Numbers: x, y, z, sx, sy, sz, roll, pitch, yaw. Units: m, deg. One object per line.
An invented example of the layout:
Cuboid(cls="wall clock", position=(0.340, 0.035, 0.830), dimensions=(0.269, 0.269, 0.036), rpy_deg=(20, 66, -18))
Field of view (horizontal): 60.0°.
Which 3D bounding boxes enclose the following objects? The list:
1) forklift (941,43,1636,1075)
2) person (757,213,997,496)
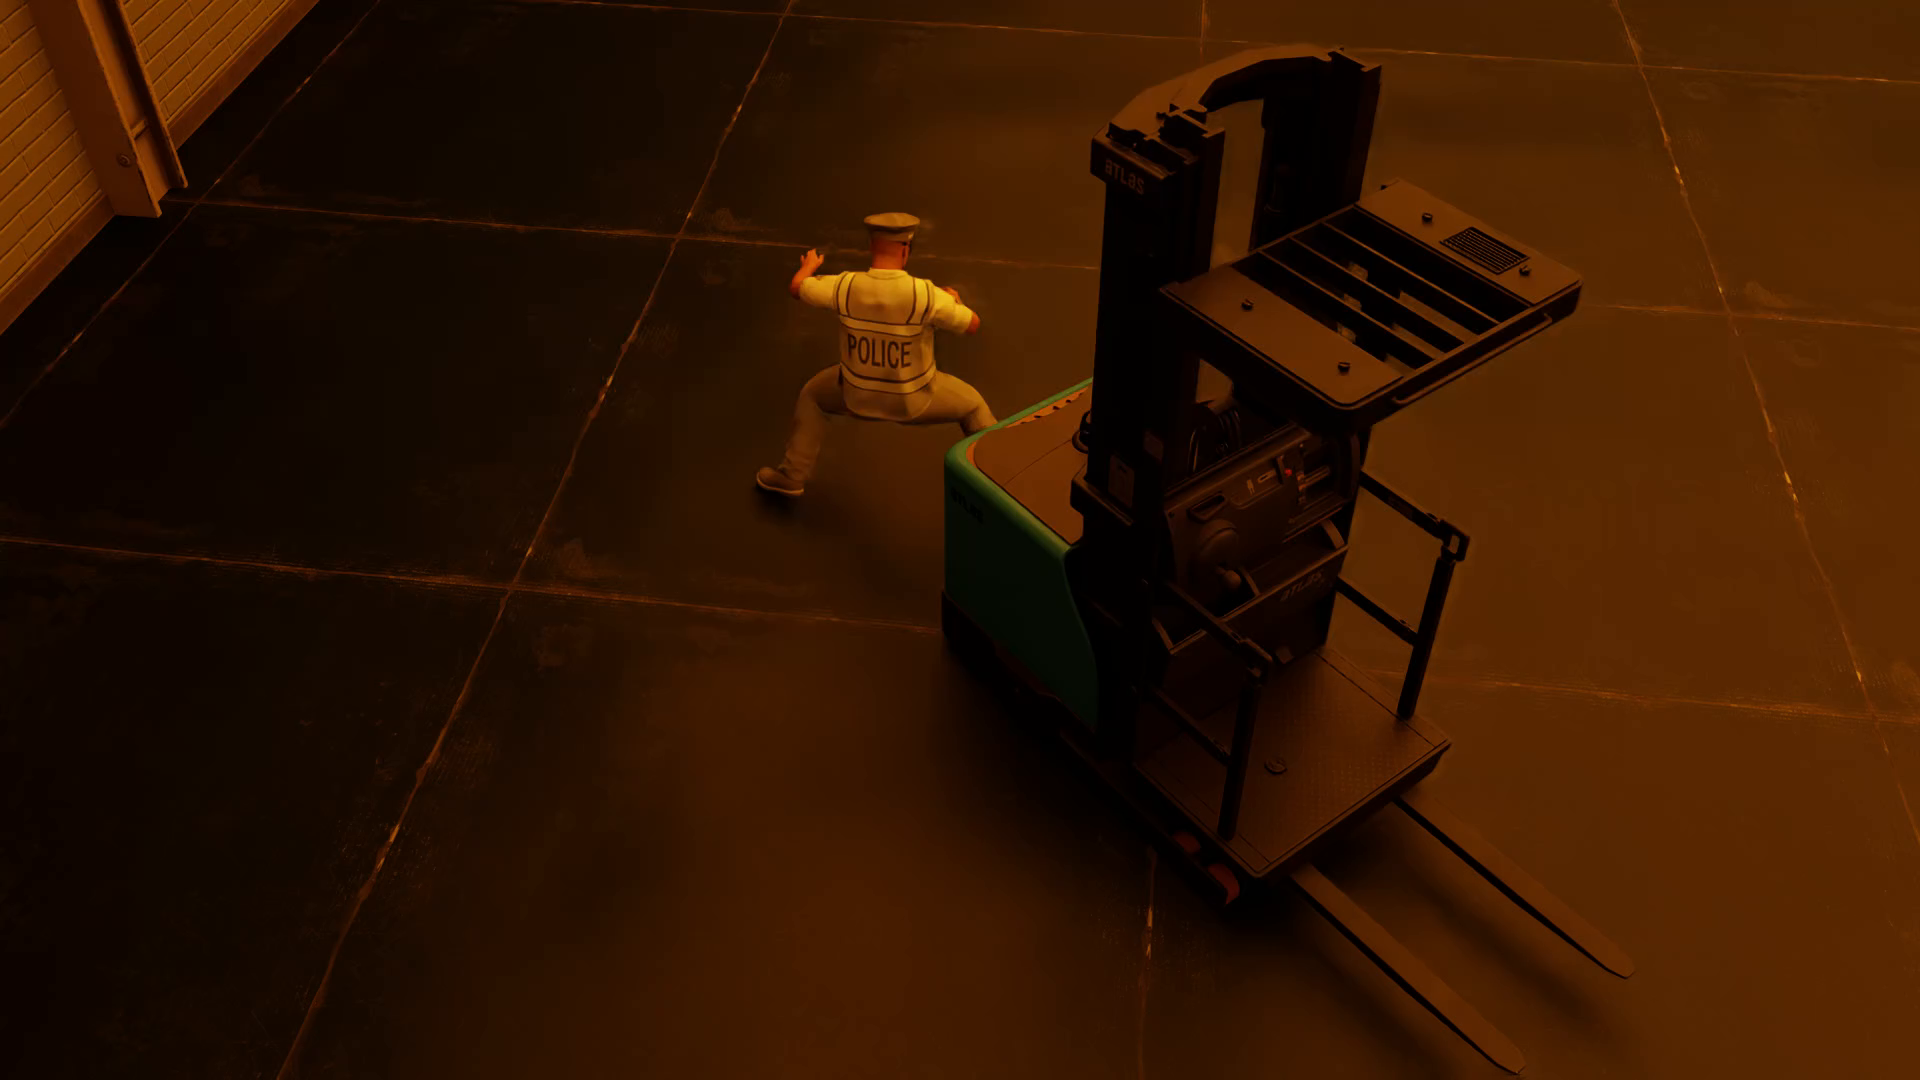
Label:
Cuboid(cls="forklift", position=(1.214, -0.064, 5.794), dimensions=(1.130, 2.935, 3.031), rpy_deg=(-27, 49, -27))
Cuboid(cls="person", position=(-0.335, -0.875, 7.704), dimensions=(1.278, 1.538, 0.743), rpy_deg=(8, 43, 8))
